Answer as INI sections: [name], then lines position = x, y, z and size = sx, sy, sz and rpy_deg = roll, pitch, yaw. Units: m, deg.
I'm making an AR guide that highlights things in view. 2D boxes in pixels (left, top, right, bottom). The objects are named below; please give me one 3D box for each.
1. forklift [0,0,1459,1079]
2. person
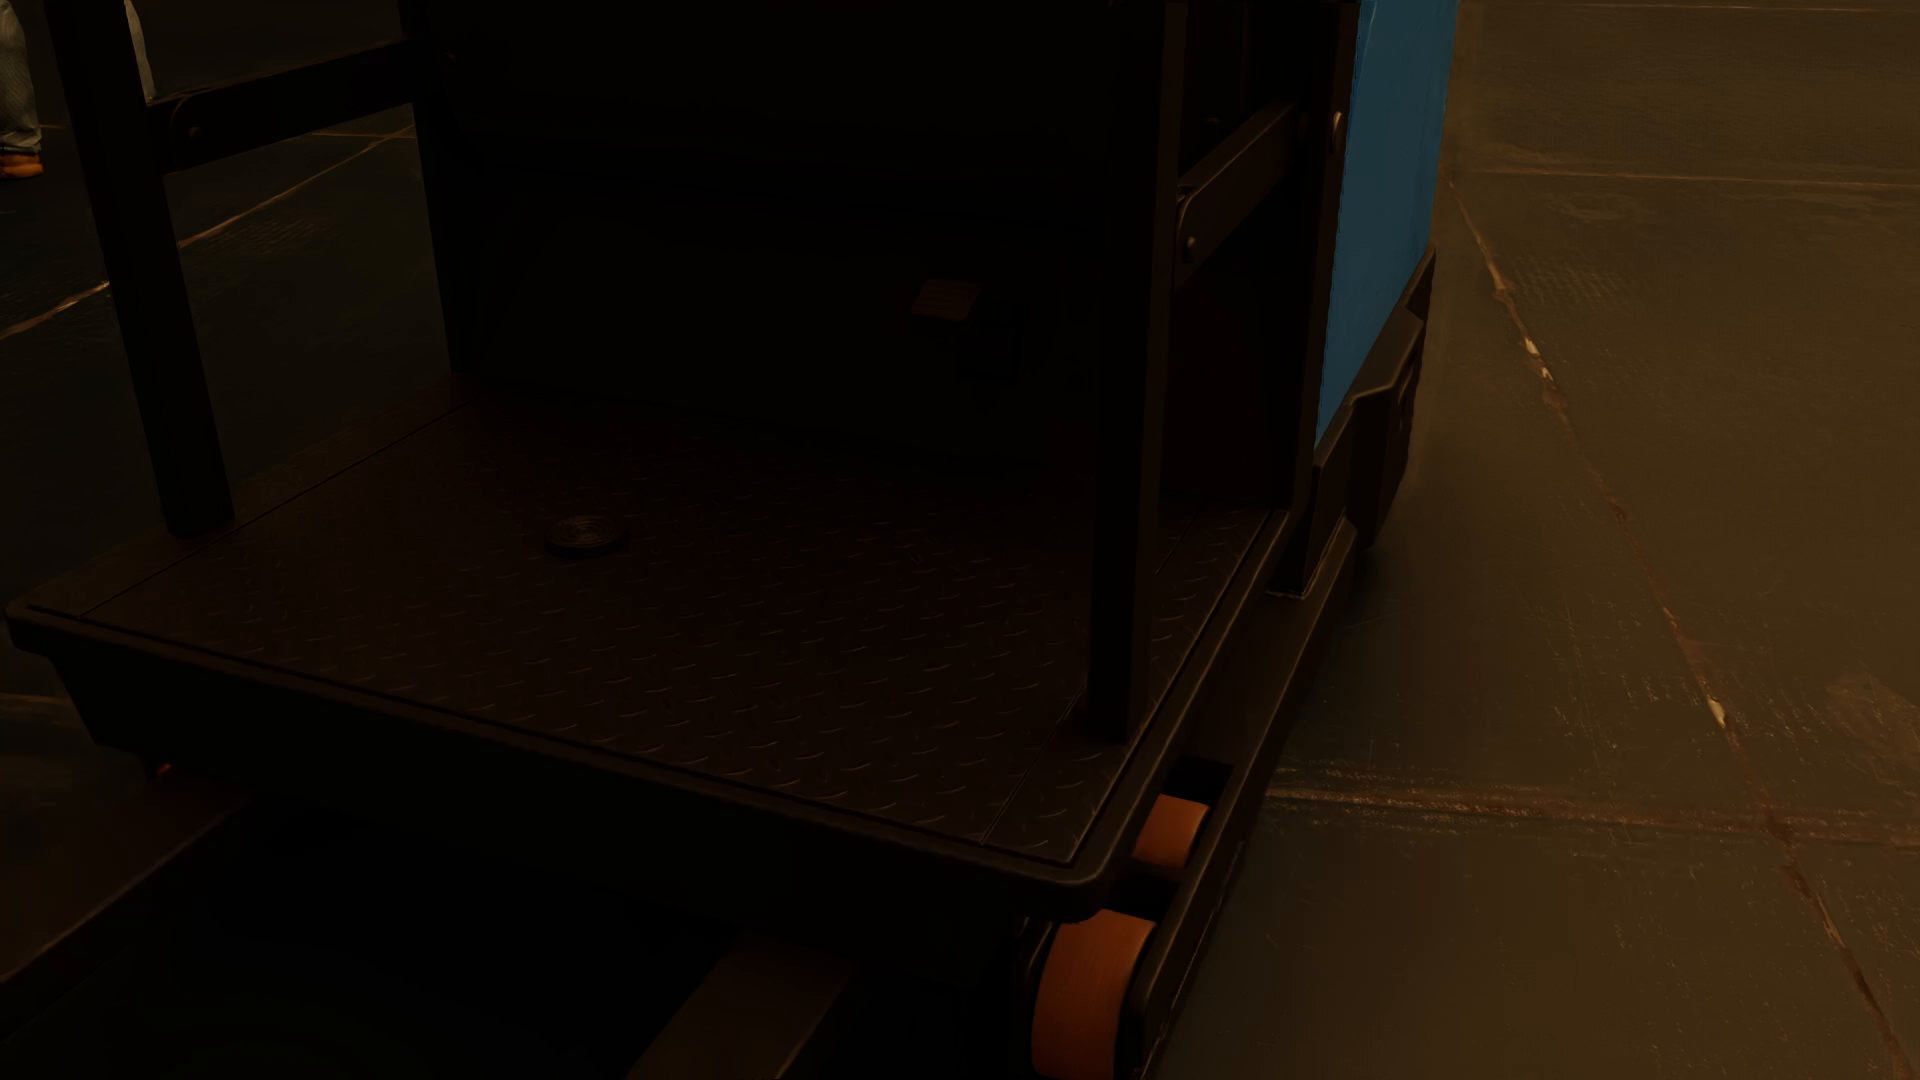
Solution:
[forklift]
position = -0.227, -1.028, 1.278
size = 1.130, 2.935, 3.031
rpy_deg = 10, 28, 20
[person]
position = -2.409, -1.810, 4.179
size = 0.643, 1.769, 0.462
rpy_deg = -24, 35, -39
